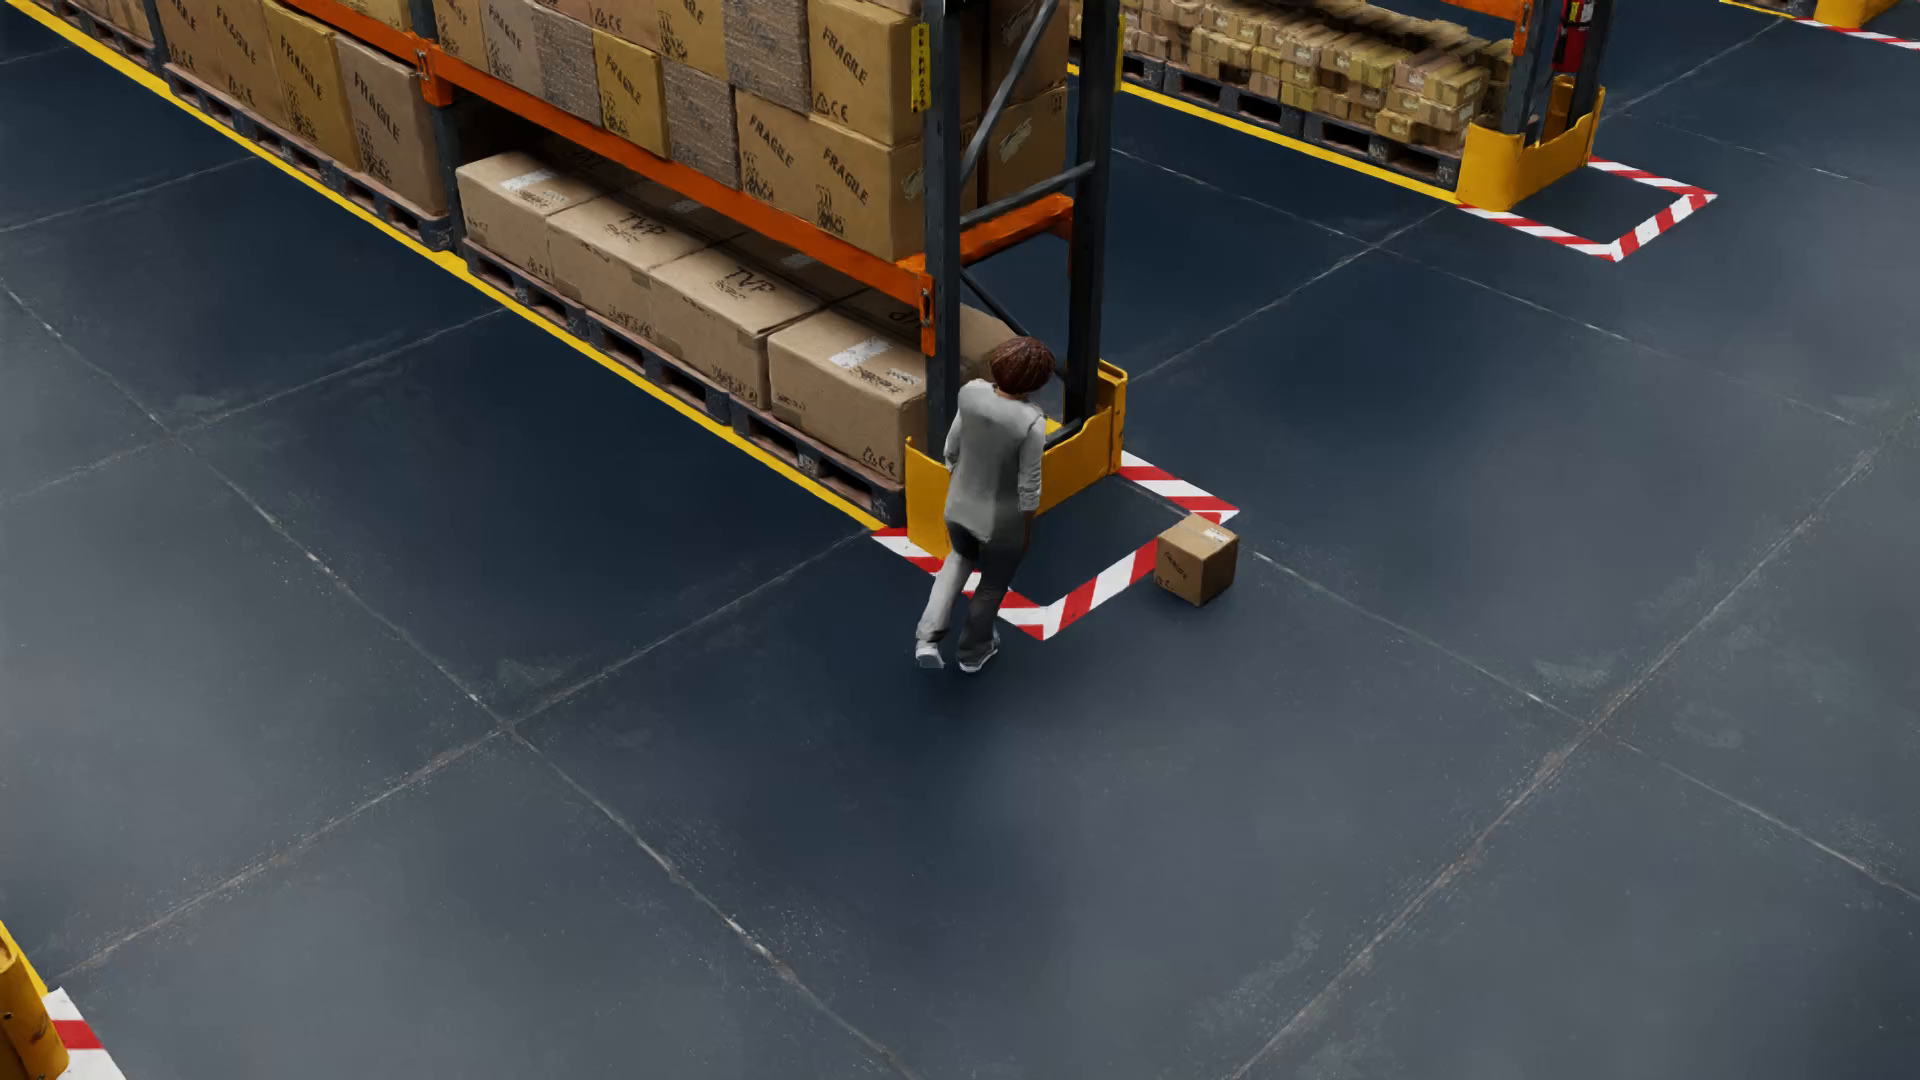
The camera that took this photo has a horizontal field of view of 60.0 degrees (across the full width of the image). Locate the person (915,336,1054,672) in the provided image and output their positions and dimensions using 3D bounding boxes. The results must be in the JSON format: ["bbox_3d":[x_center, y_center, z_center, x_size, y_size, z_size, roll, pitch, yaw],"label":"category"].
[{"bbox_3d":[0.089,-0.056,6.264,0.463,1.551,0.544,21,41,26],"label":"person"}]
